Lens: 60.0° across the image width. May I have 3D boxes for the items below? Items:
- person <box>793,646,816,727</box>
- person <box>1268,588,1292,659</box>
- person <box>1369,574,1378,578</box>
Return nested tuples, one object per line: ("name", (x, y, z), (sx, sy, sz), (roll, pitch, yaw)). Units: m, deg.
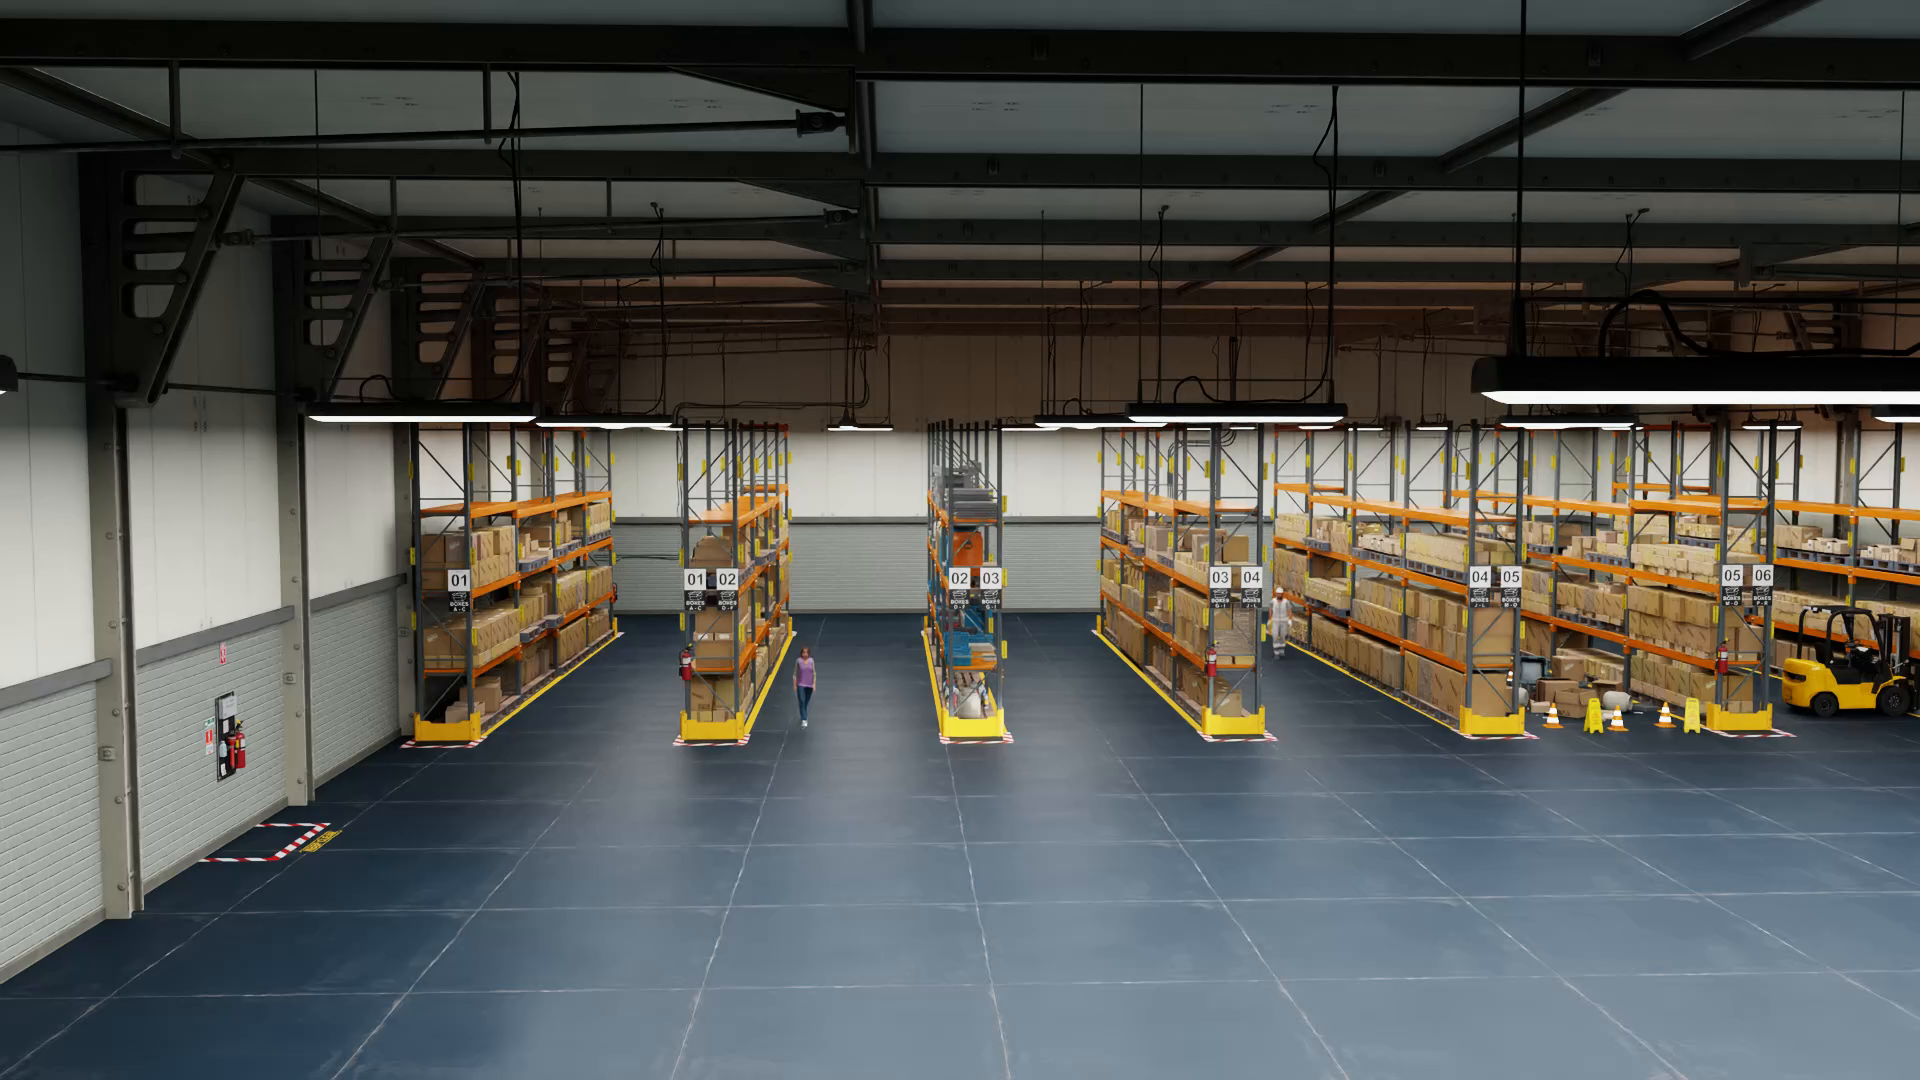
("person", (-3.010, 2.850, 32.427), (0.437, 1.546, 0.967), (-2, 4, -26))
("person", (8.166, 2.125, 42.460), (0.623, 1.825, 0.596), (1, 4, 12))
("person", (11.734, 1.840, 46.837), (0.662, 1.760, 0.465), (2, 4, 27))
